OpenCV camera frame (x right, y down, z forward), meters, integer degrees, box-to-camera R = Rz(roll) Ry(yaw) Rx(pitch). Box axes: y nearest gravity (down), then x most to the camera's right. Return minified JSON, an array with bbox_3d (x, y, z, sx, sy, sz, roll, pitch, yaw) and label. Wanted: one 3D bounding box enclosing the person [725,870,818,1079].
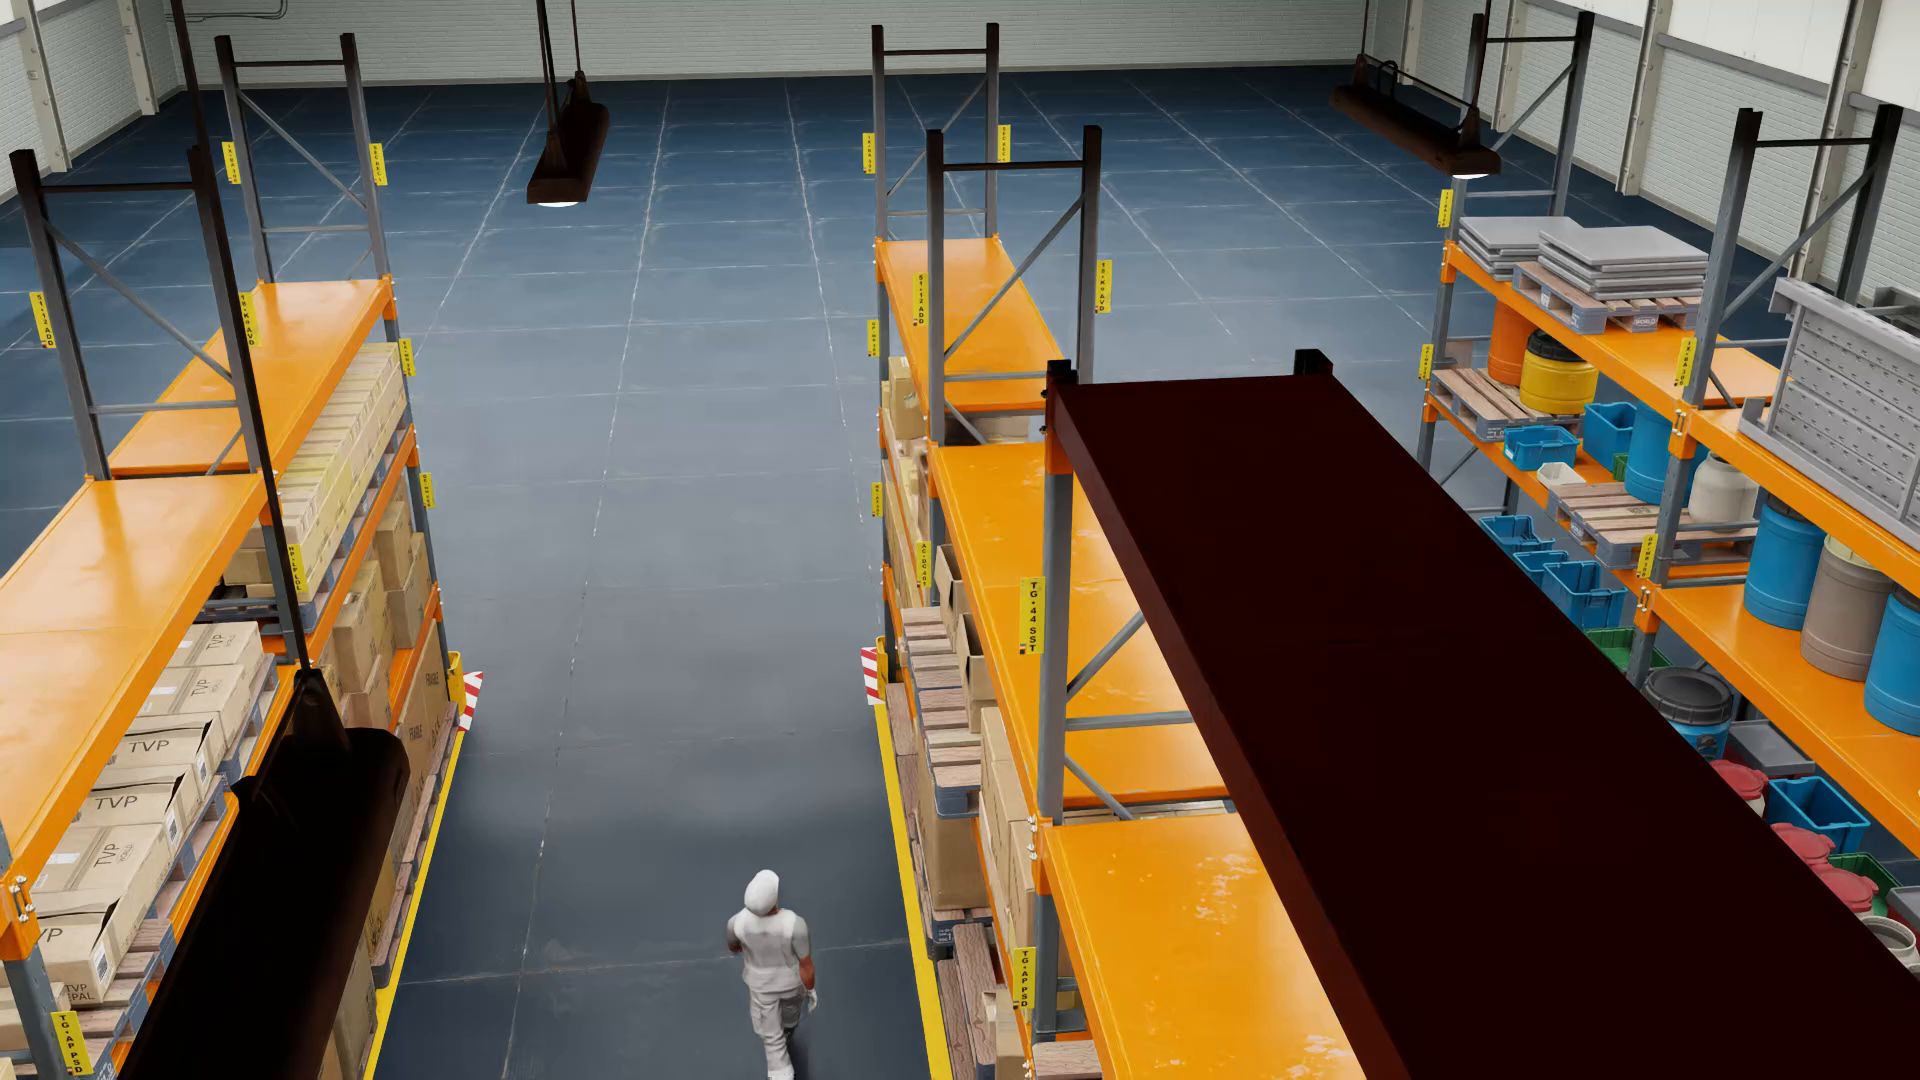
[{"bbox_3d":[-1.228,2.753,10.678,0.529,1.691,1.087,-7,26,-14],"label":"person"}]
